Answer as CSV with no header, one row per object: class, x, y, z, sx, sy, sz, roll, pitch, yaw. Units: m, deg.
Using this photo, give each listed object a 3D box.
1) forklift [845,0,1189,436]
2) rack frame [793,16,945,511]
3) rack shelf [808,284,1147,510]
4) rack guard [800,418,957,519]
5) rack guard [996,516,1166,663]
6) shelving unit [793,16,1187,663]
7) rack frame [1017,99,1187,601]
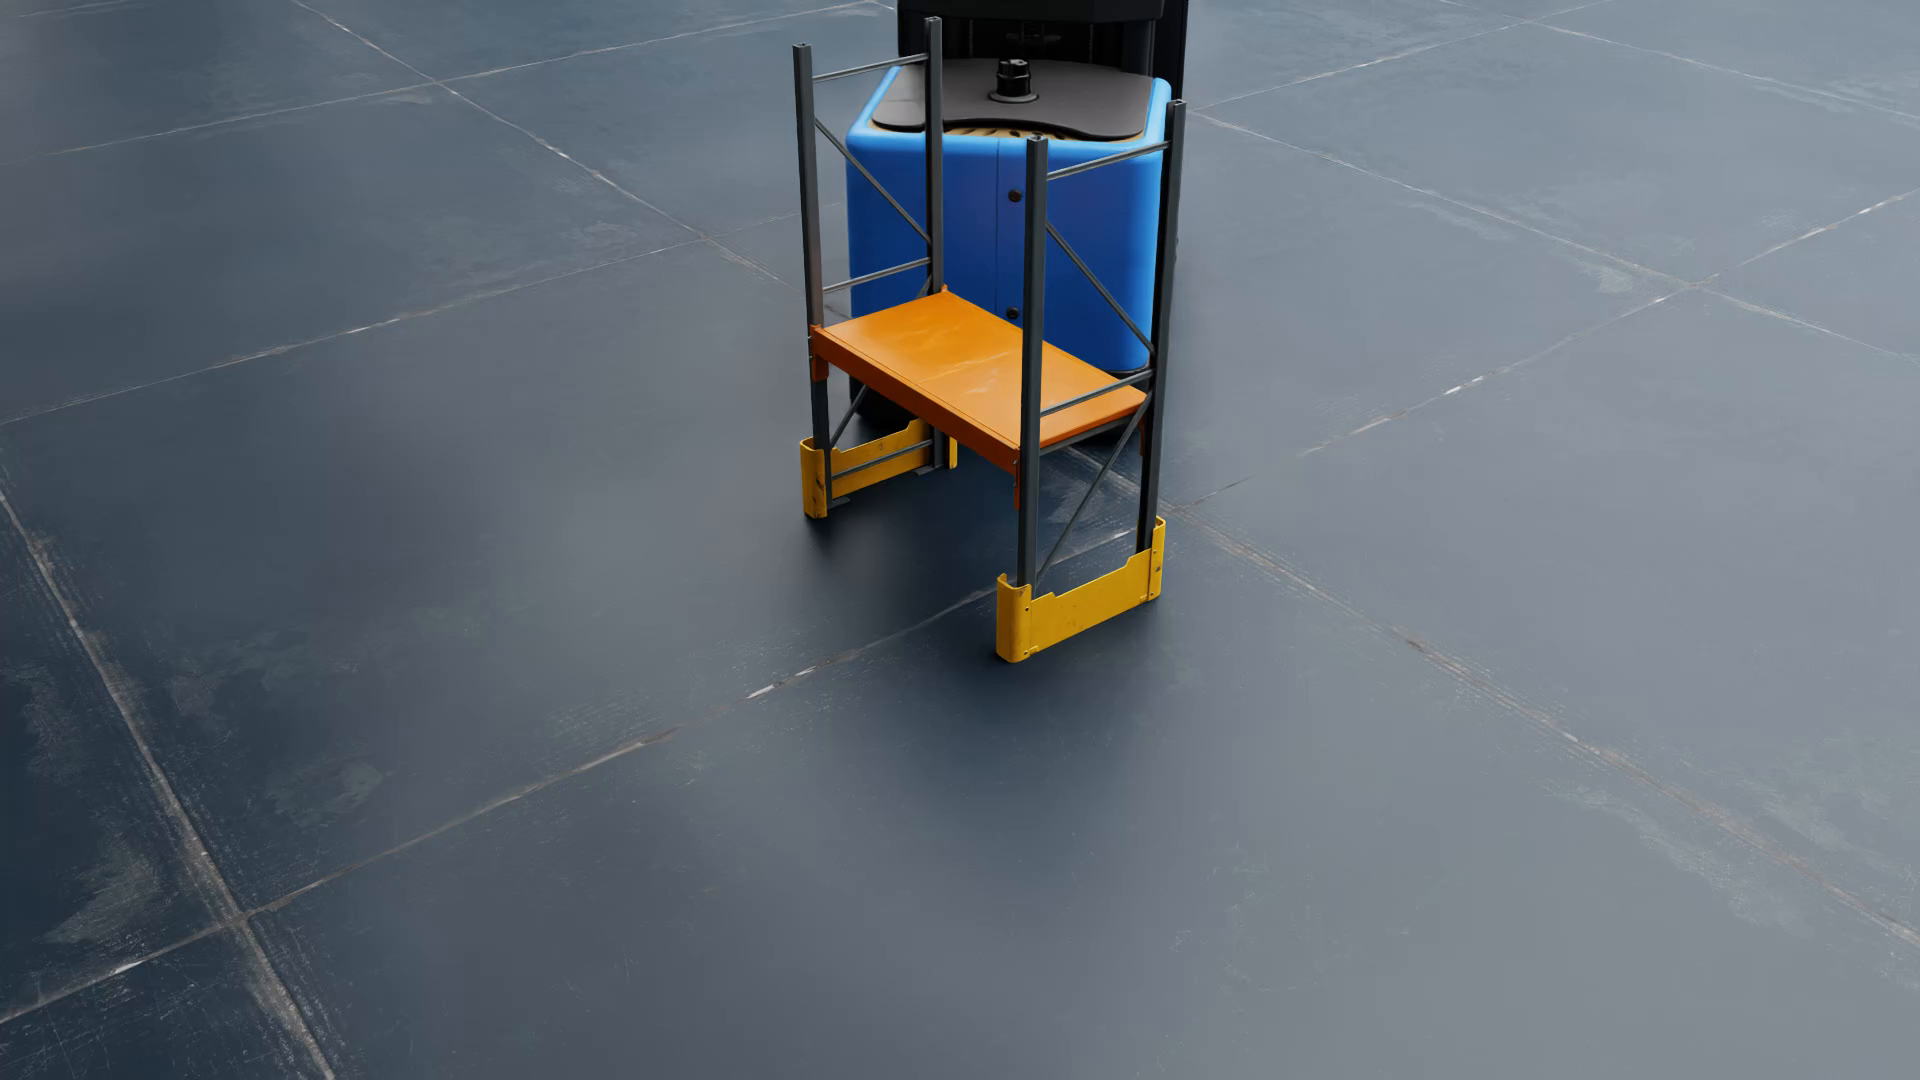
forklift,0.345,-2.363,6.277,1.130,2.935,3.031,5,32,7
rack frame,-0.259,-0.813,5.138,0.500,1.500,0.032,-22,38,-31
rack shelf,0.052,-0.449,4.892,0.538,0.185,1.000,-22,38,-31
rack guard,-0.259,-0.282,5.467,0.587,0.250,0.087,-22,38,-31
rack guard,0.352,0.133,4.799,0.587,0.250,0.087,-22,38,-31
shelving unit,0.047,-0.605,4.803,0.587,1.500,1.083,-22,38,-31
rack frame,0.364,-0.390,4.456,0.500,1.500,0.032,-22,38,-31
